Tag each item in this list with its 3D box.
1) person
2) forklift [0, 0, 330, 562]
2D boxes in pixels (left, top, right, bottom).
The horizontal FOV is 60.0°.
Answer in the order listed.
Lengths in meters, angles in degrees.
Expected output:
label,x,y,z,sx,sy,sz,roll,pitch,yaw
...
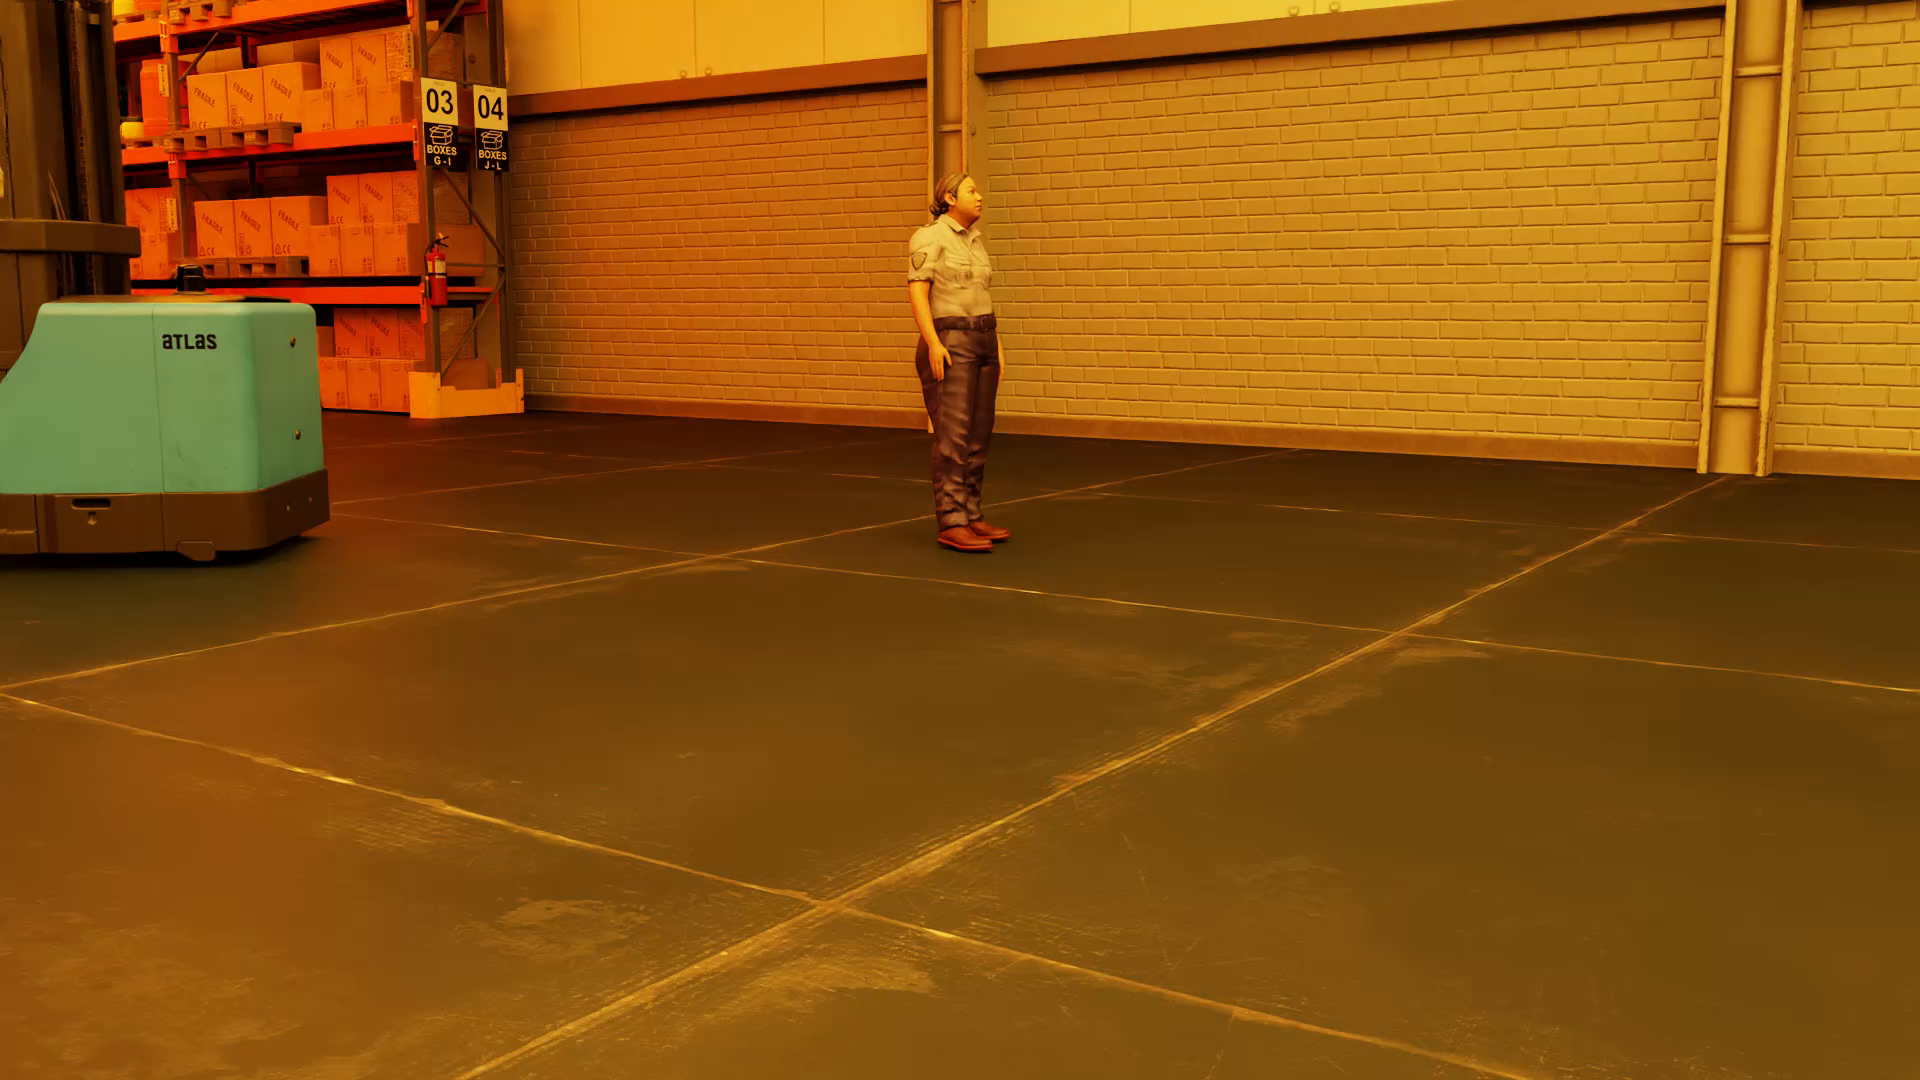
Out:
label,x,y,z,sx,sy,sz,roll,pitch,yaw
person,0.062,-0.808,7.418,0.502,1.641,0.598,5,10,34
forklift,-4.406,-1.394,6.993,3.031,2.935,1.130,-1,8,-4
